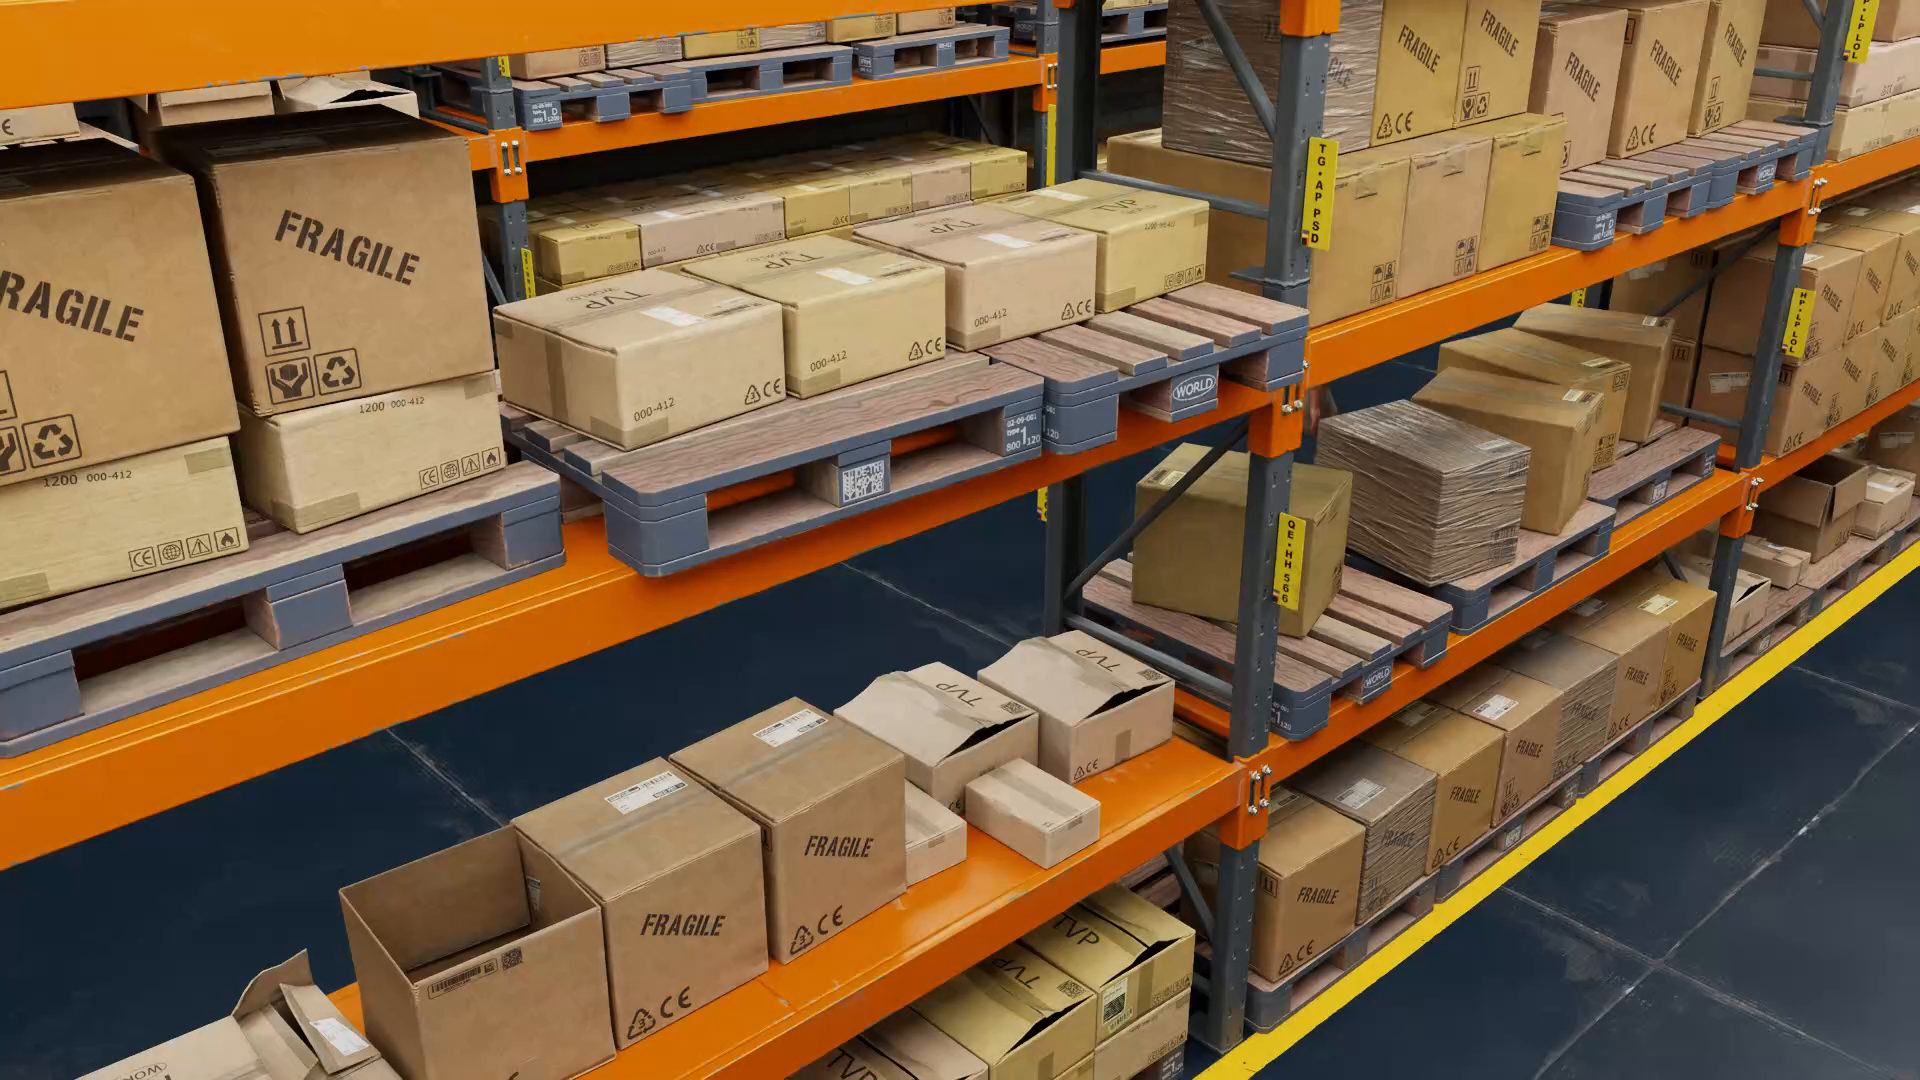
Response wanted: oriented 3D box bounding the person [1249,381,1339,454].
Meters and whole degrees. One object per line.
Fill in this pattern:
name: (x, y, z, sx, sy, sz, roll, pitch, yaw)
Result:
person: (2.294, -0.985, 10.795, 1.029, 1.660, 0.602, -13, 27, -26)
